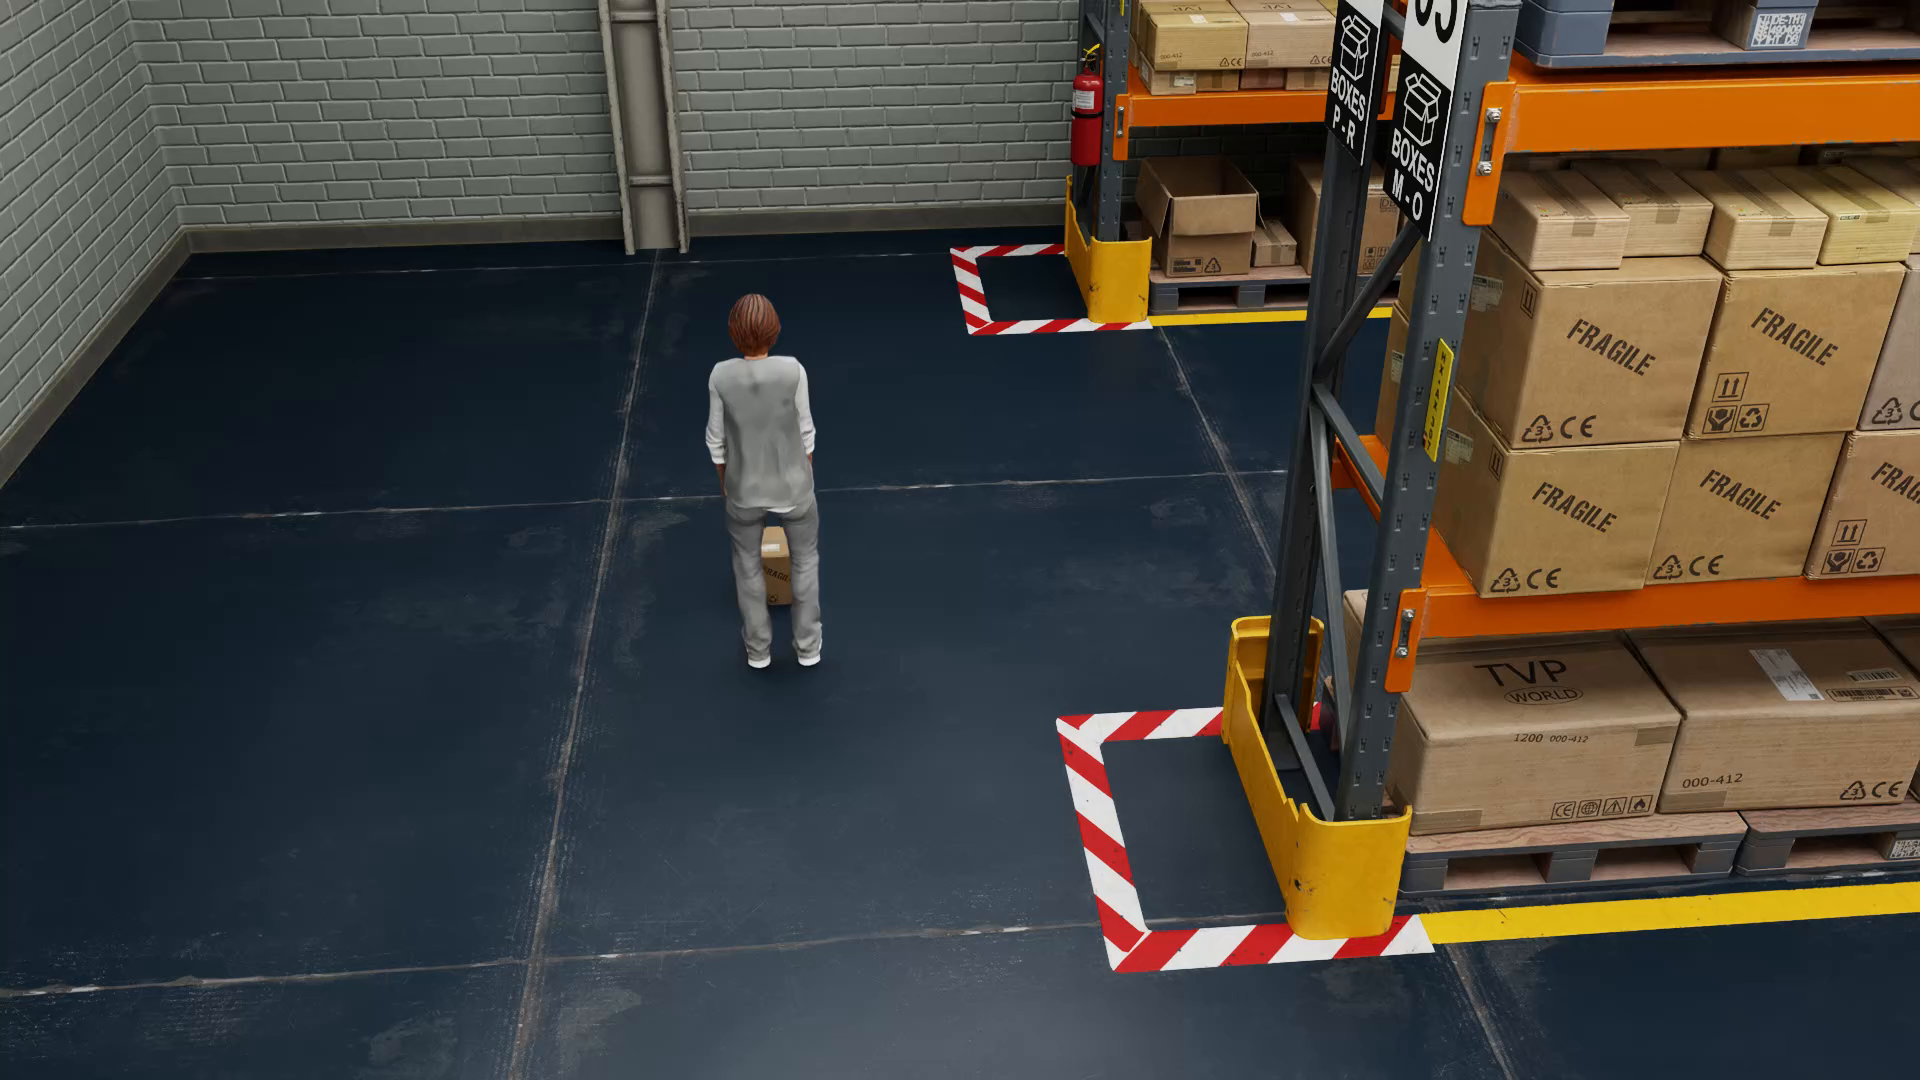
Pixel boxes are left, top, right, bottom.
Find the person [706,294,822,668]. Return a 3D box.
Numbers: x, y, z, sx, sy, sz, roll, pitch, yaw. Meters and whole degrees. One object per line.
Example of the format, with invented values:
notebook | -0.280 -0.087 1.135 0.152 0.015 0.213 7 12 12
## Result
person | -0.765 -0.188 6.498 0.420 1.556 0.353 -2 32 -3
